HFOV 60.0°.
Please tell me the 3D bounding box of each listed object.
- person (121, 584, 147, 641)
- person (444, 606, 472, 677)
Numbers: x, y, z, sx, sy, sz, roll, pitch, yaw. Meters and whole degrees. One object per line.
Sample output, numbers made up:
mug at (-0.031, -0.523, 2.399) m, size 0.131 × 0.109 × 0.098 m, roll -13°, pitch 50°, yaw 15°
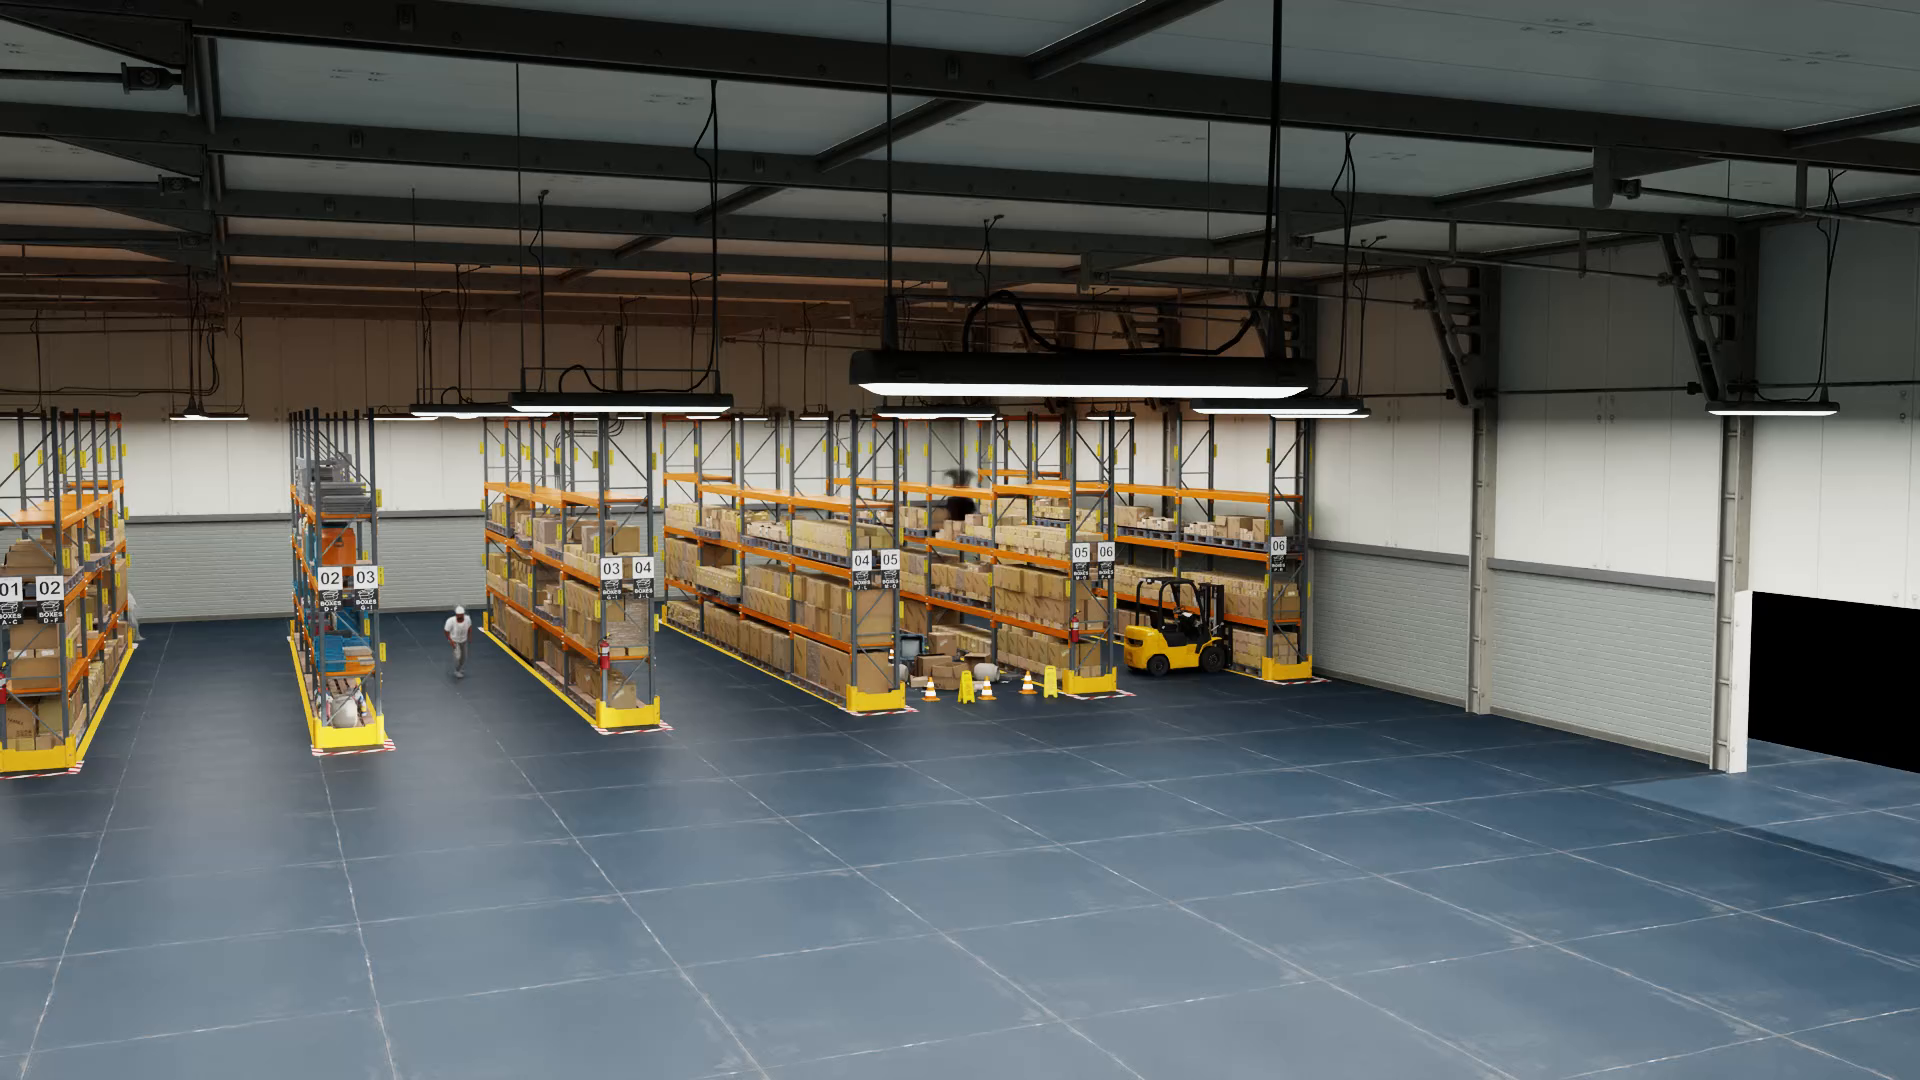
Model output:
person at (-21.823, 1.852, 43.565) m, size 0.749 × 1.637 × 0.672 m, roll 1°, pitch 4°, yaw 13°
person at (-11.324, 2.278, 37.515) m, size 0.871 × 1.632 × 0.694 m, roll 4°, pitch 5°, yaw 43°
